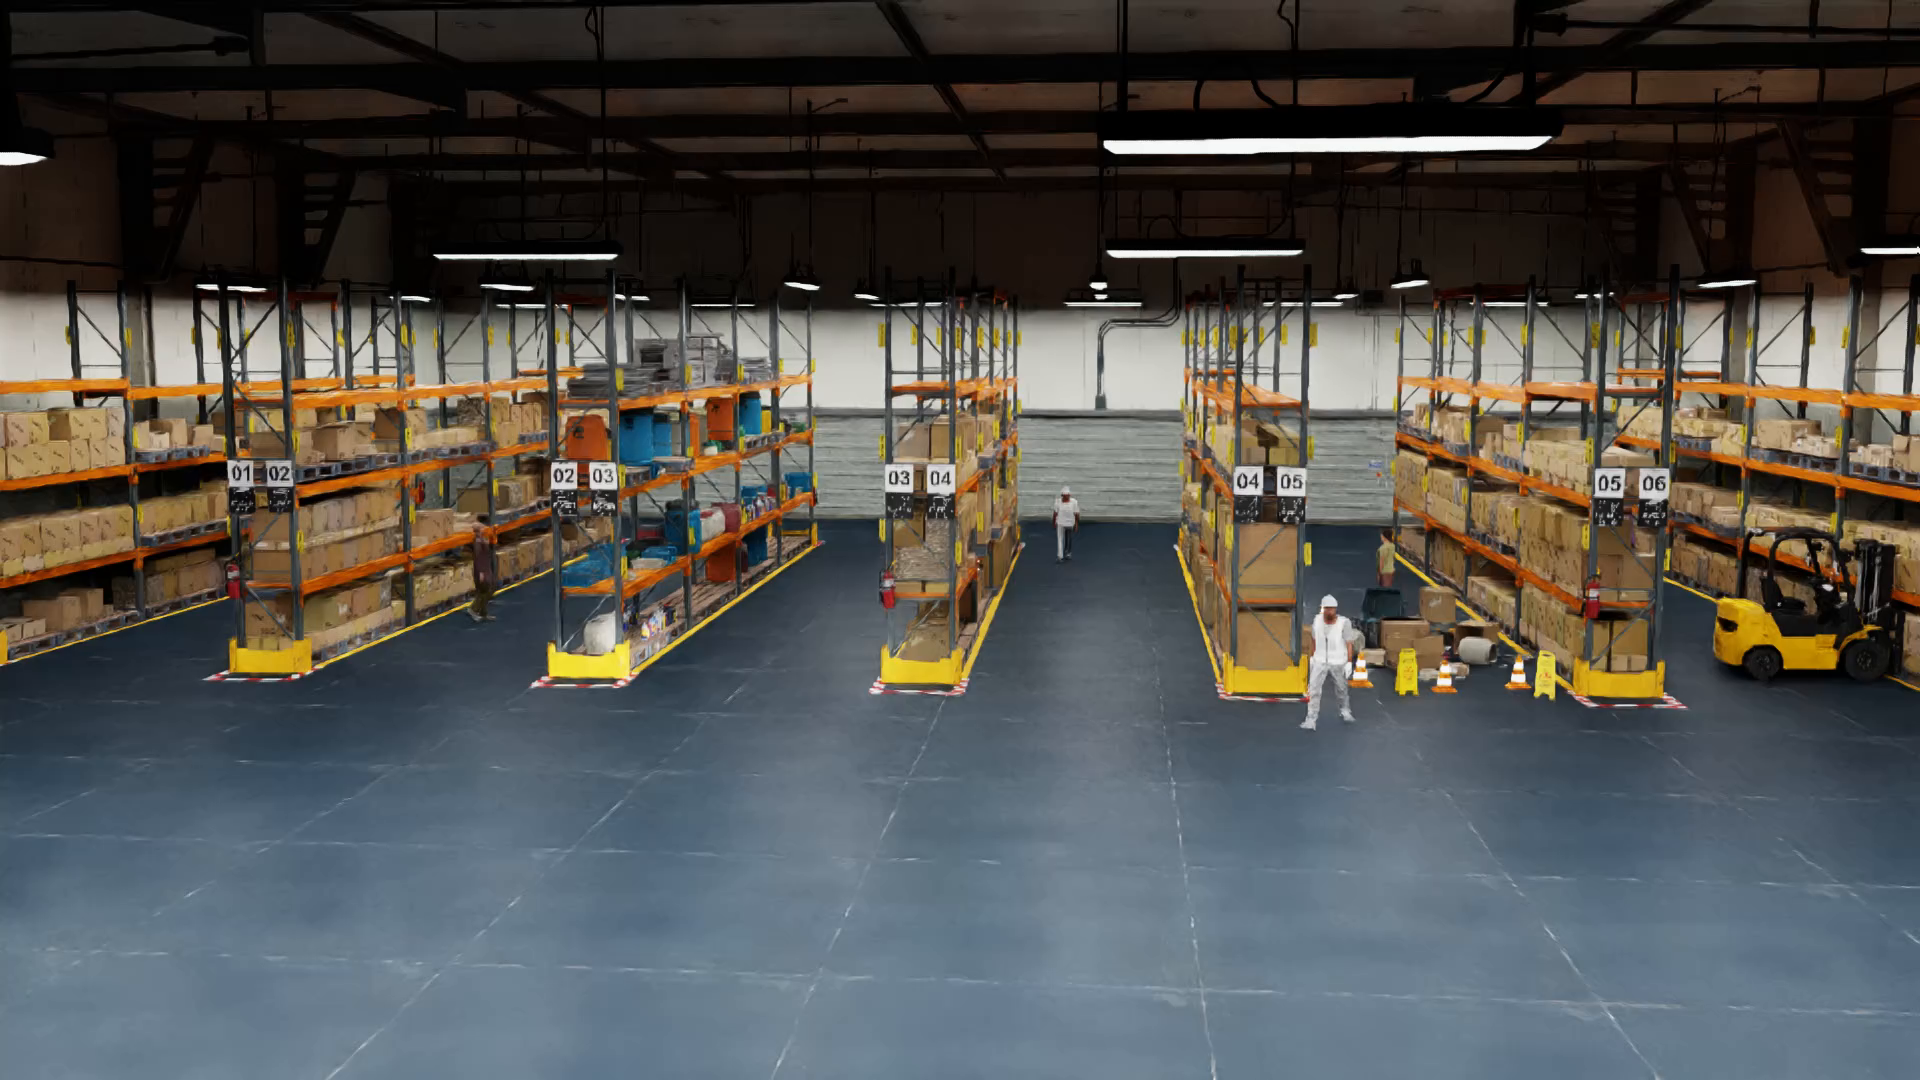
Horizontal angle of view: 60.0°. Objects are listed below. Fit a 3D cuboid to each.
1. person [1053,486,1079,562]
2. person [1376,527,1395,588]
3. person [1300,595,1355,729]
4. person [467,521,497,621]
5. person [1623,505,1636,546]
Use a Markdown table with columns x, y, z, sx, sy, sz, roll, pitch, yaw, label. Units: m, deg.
| x | y | z | sx | sy | sz | roll | pitch | yaw | label |
| --- | --- | --- | --- | --- | --- | --- | --- | --- | --- |
| 2.381 | -0.373 | 37.294 | 0.575 | 1.689 | 1.128 | 0 | 7 | 3 | person |
| 7.475 | 0.601 | 29.354 | 0.570 | 1.668 | 0.559 | 5 | 8 | 34 | person |
| 4.764 | 1.559 | 21.420 | 0.608 | 1.742 | 0.983 | 4 | 8 | 28 | person |
| -8.460 | 0.560 | 29.353 | 0.517 | 1.775 | 0.613 | -3 | 7 | -20 | person |
| 13.695 | 0.046 | 34.220 | 0.542 | 1.588 | 0.540 | 3 | 7 | 22 | person |
